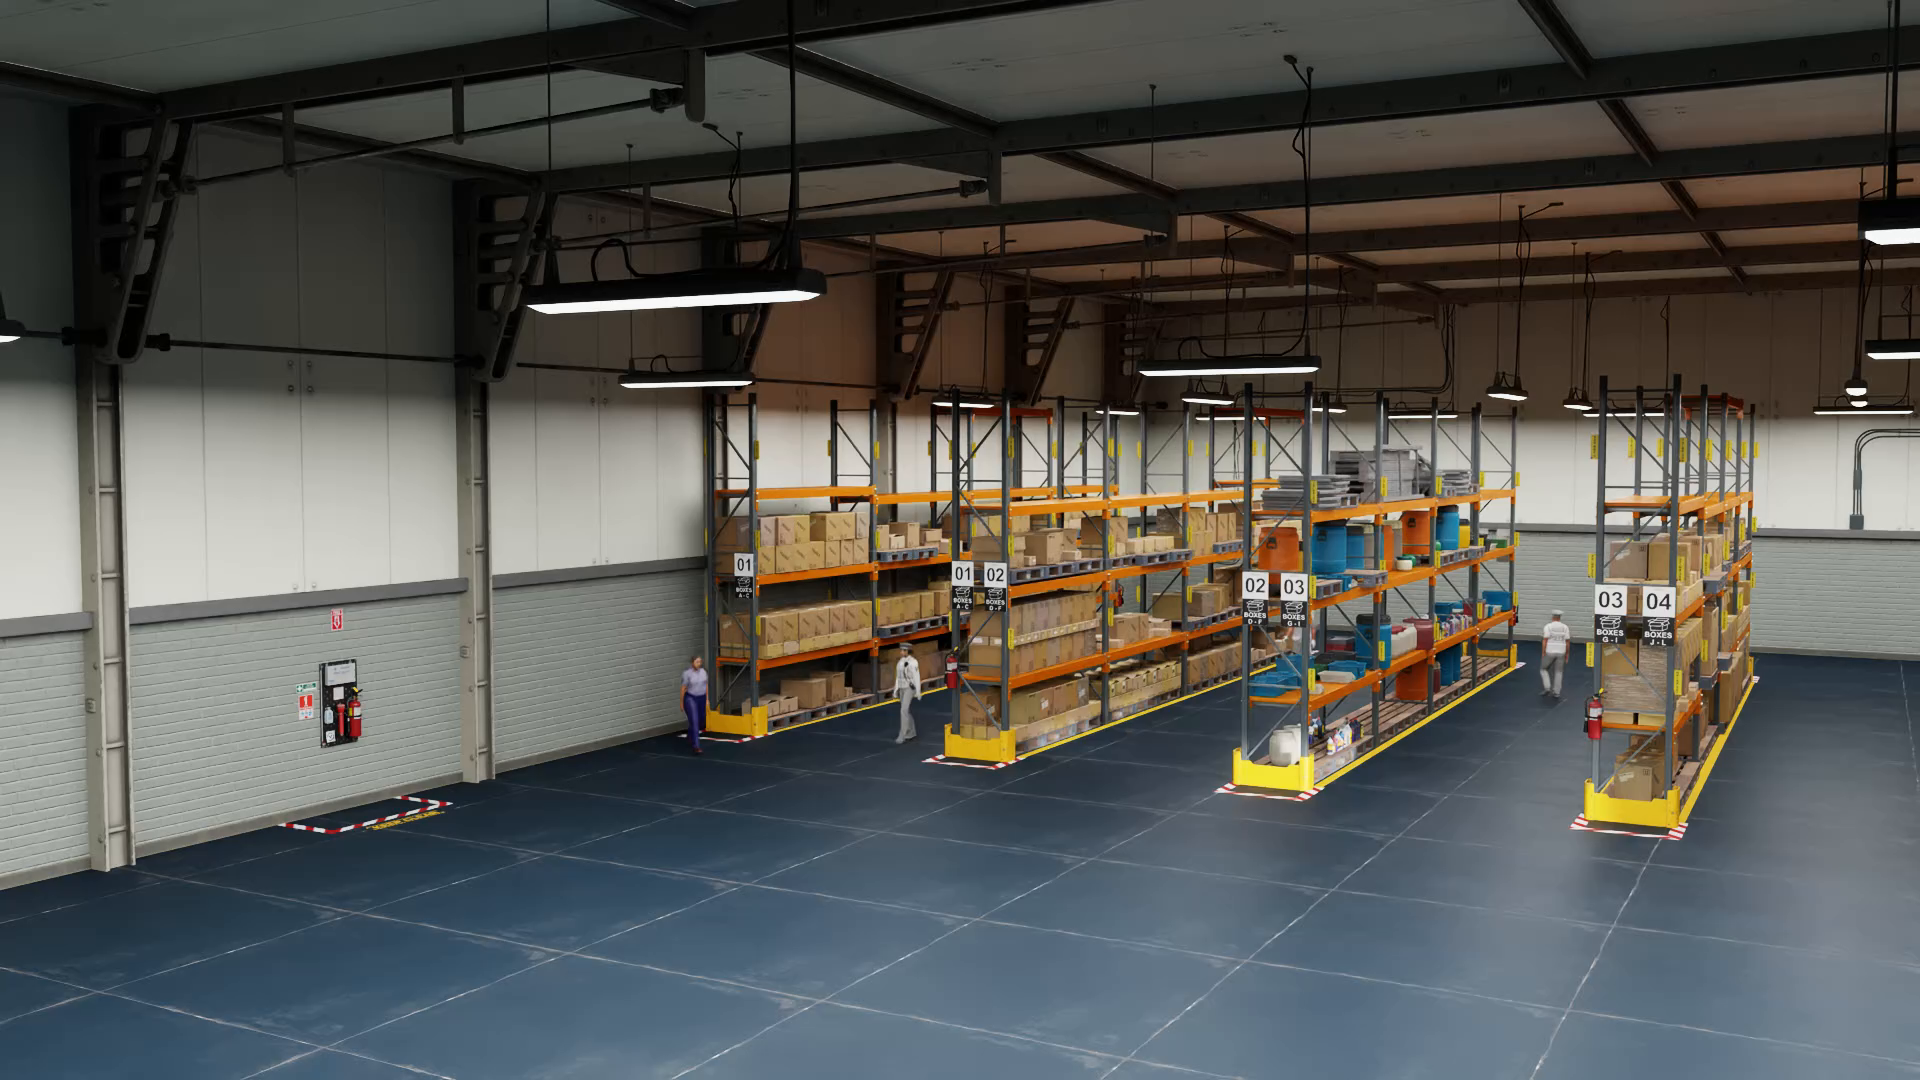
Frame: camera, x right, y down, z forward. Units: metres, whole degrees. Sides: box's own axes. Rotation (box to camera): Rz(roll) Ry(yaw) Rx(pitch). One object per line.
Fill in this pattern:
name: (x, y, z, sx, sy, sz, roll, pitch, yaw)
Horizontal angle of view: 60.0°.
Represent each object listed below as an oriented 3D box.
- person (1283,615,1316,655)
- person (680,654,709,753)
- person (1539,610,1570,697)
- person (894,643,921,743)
person: (7.329, 2.169, 35.887, 0.650, 1.728, 1.055, 1, 3, 24)
person: (-4.436, 2.694, 27.741, 0.838, 1.607, 0.506, 3, 4, 42)
person: (12.053, 2.311, 33.707, 0.575, 1.787, 0.421, 0, 3, 1)
person: (-0.986, 2.617, 28.745, 0.622, 1.671, 0.591, -2, 4, -33)
